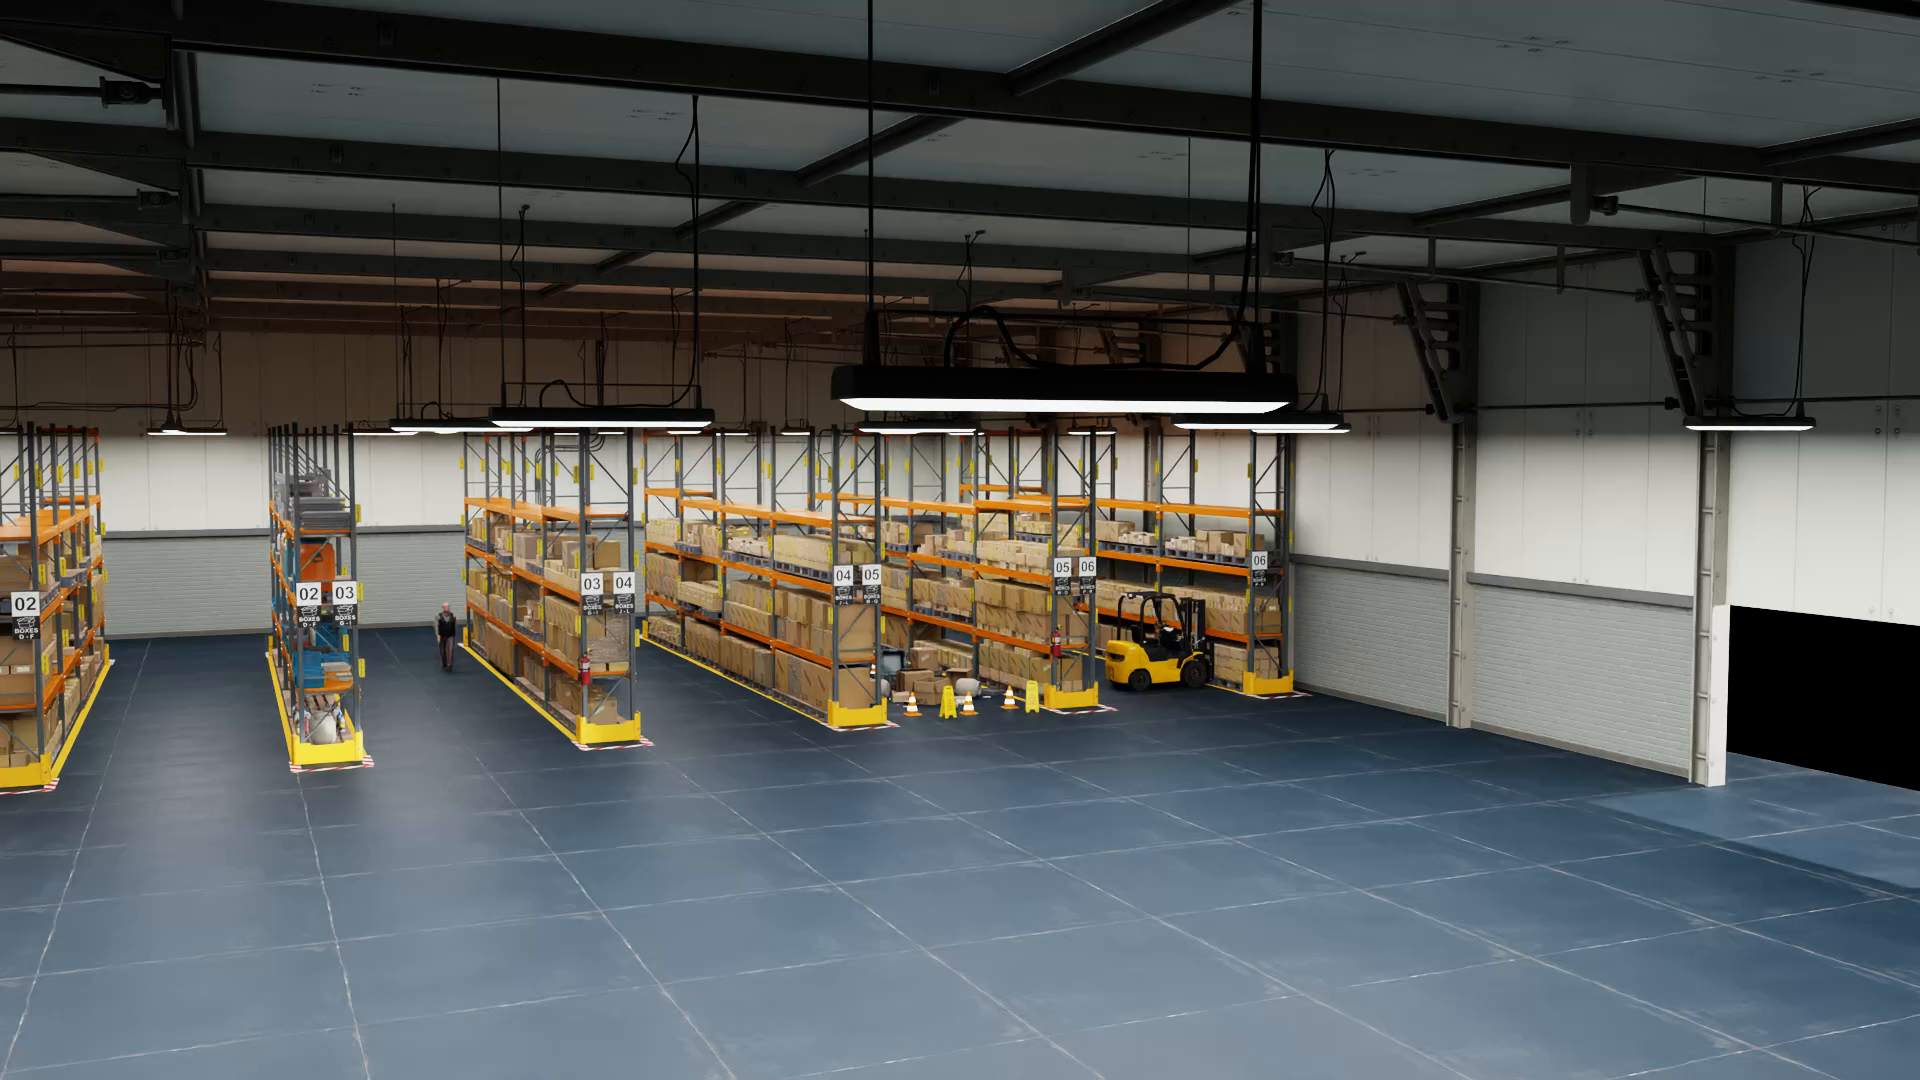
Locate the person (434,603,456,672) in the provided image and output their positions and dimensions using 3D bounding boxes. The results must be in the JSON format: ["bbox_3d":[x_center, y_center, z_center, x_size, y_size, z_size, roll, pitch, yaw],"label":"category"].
[{"bbox_3d":[-12.651,2.375,40.869,0.521,1.662,1.062,-1,4,-15],"label":"person"}]
